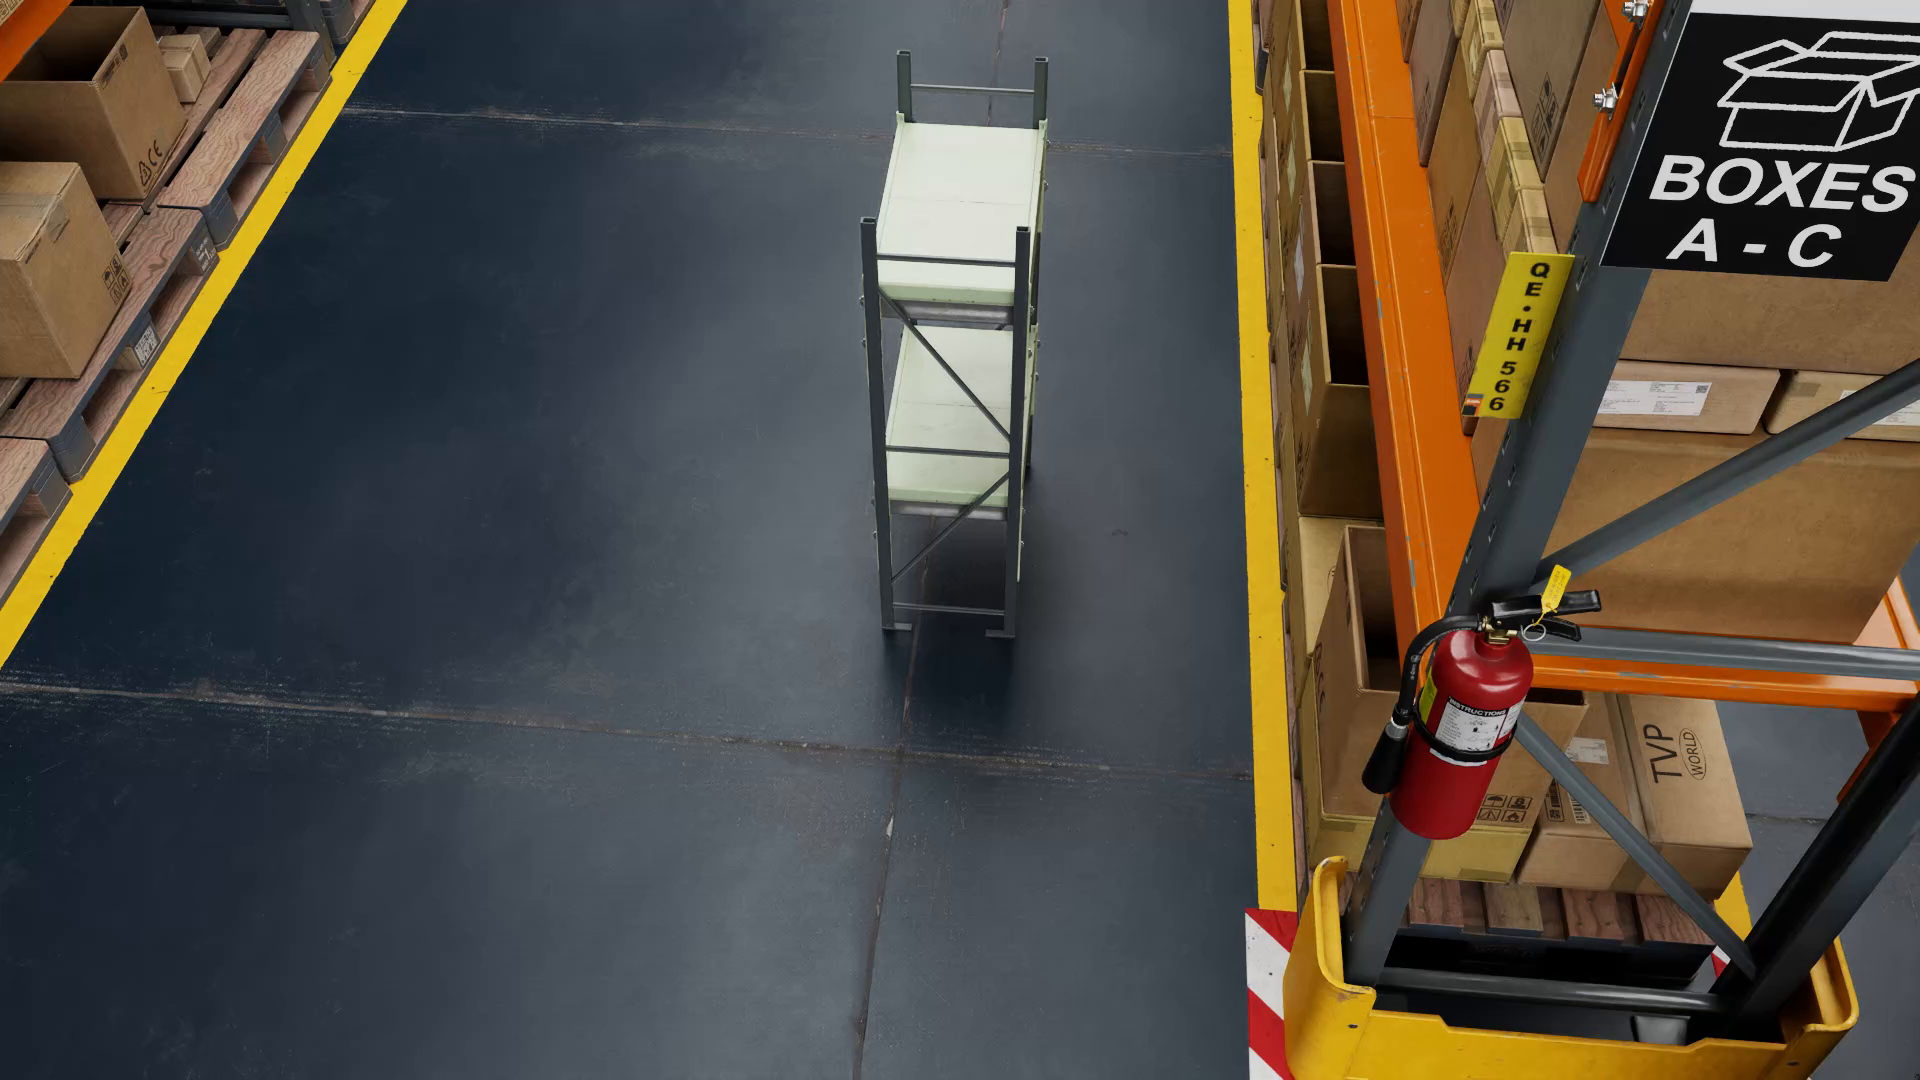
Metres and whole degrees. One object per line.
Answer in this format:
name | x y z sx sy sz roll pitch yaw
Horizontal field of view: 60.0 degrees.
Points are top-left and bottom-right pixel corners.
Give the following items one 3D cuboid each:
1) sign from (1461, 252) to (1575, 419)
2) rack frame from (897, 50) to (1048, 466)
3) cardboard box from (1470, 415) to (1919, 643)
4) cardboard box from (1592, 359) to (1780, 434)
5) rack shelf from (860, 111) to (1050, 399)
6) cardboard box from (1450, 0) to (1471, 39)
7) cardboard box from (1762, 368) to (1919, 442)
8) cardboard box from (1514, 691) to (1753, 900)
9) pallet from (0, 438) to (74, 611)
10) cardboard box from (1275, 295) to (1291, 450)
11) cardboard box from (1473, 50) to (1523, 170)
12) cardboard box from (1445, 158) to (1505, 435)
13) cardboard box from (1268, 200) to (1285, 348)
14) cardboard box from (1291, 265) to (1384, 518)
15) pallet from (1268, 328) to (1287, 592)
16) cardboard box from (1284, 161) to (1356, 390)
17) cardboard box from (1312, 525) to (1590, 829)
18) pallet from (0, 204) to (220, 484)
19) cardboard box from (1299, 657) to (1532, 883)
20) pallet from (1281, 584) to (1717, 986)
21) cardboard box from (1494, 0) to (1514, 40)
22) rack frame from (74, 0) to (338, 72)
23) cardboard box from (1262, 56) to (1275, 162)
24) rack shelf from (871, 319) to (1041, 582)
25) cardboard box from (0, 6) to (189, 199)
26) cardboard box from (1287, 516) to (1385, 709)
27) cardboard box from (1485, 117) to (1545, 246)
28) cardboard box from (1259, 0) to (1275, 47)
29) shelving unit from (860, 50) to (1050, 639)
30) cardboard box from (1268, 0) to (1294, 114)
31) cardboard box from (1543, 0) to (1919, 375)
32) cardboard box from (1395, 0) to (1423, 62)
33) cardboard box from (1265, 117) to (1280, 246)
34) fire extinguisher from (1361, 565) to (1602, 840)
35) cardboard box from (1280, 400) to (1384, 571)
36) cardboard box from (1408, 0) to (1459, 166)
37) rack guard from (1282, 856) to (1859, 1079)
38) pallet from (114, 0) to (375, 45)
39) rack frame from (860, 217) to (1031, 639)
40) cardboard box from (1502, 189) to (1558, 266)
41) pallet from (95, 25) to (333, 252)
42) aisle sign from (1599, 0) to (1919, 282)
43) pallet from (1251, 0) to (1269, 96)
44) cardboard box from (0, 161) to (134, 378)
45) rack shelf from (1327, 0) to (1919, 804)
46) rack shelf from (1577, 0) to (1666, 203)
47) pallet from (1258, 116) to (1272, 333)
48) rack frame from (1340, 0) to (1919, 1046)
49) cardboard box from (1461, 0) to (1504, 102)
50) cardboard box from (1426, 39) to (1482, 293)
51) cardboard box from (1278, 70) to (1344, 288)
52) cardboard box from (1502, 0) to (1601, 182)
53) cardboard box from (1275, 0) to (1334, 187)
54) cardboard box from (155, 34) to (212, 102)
sign | 0.856 -0.308 2.554 0.100 0.325 0.005 4 48 4
rack frame | 0.033 -0.770 4.938 0.400 1.500 0.023 4 48 4
cardboard box | 1.451 -0.167 3.302 0.700 0.500 0.500 4 48 4
cardboard box | 1.240 -0.337 3.018 0.380 0.149 0.250 3 48 3
rack shelf | -0.001 -0.765 4.404 0.431 0.370 0.720 4 48 4
cardboard box | 1.357 -1.289 3.889 0.380 0.149 0.250 5 48 5
cardboard box | 1.646 -0.317 3.000 0.380 0.149 0.250 4 48 3
cardboard box | 1.666 0.616 4.232 0.500 0.250 0.500 4 48 4
pallet | -3.422 0.169 4.952 1.003 0.211 1.213 4 48 4
cardboard box | 1.275 -0.522 5.273 0.500 0.250 0.500 4 48 4
cardboard box | 1.311 -0.902 3.535 0.380 0.149 0.250 4 48 4
cardboard box | 1.494 -0.553 3.655 0.700 0.500 0.500 5 48 5
cardboard box | 1.314 -0.889 5.609 0.500 0.250 0.500 4 48 4
cardboard box | 1.224 -0.408 4.661 0.500 0.500 0.500 4 48 4
pallet | 1.537 -0.309 5.389 1.003 0.211 1.213 4 48 4
cardboard box | 1.271 -0.775 4.997 0.500 0.500 0.500 4 48 4
cardboard box | 1.148 0.328 3.988 0.500 0.500 0.500 4 48 4
pallet | -3.308 -0.725 5.770 1.003 0.211 1.213 4 48 4
cardboard box | 1.150 0.581 4.264 0.500 0.250 0.500 4 48 4
pallet | 1.423 0.585 4.571 1.003 0.211 1.213 4 48 4
cardboard box | 1.543 -1.401 3.552 0.700 0.500 0.500 4 48 4
rack frame | -3.173 -3.061 6.017 1.000 3.000 0.127 4 48 4
cardboard box | 1.416 -1.624 6.281 0.500 0.250 0.500 4 48 4
rack shelf | -0.001 -0.281 4.933 0.431 0.370 0.720 4 48 4
cardboard box | -3.228 -1.600 6.077 0.500 0.500 0.500 1 48 1
cardboard box | 1.184 0.213 4.601 0.500 0.250 0.500 4 48 4
cardboard box | 1.286 -0.717 3.366 0.380 0.149 0.250 3 48 3
cardboard box | 1.509 -2.268 6.871 0.500 0.250 0.500 3 48 3
shelving unit | -0.001 -0.501 4.692 0.431 1.500 0.755 4 48 4
cardboard box | 1.406 -1.877 6.005 0.500 0.500 0.500 4 48 4
cardboard box | 1.455 -0.644 2.859 0.700 0.500 0.500 4 48 4
cardboard box | 1.635 -1.681 4.687 0.700 0.500 0.500 5 48 4
cardboard box | 1.365 -1.256 5.945 0.500 0.250 0.500 4 48 4
fire extinguisher | 0.922 0.291 3.004 0.296 0.674 0.183 4 48 4
cardboard box | 1.227 -0.154 4.937 0.500 0.250 0.500 4 48 4
cardboard box | 1.589 -1.305 4.343 0.700 0.500 0.500 5 48 5
rack guard | 1.393 1.070 3.932 1.175 0.500 0.348 4 48 4
pallet | -3.104 -2.692 7.569 1.003 0.211 1.213 4 48 4
rack frame | -0.034 -0.232 4.446 0.400 1.500 0.023 4 48 4
cardboard box | 1.263 -0.530 3.194 0.380 0.149 0.250 5 48 5
pallet | -3.199 -1.624 6.592 1.003 0.211 1.213 4 48 4
aisle sign | 1.097 -0.640 2.041 0.394 0.787 0.004 4 48 4
pallet | 1.788 -2.333 7.241 1.003 0.211 1.213 4 48 4
cardboard box | -3.217 -0.883 5.421 0.700 0.500 0.500 1 48 1
rack shelf | 1.578 -1.018 4.636 1.077 0.370 4.000 4 48 4
rack shelf | 1.578 -2.030 3.529 1.077 0.370 4.000 4 48 4
pallet | 1.646 -1.208 6.211 1.003 0.211 1.213 4 48 4
rack frame | 1.395 0.209 3.026 1.000 3.000 0.127 4 48 4
cardboard box | 1.335 -1.095 3.712 0.380 0.149 0.250 5 48 5
cardboard box | 1.545 -0.918 3.989 0.700 0.500 0.500 4 48 4
cardboard box | 1.315 -1.142 5.333 0.500 0.500 0.500 4 48 4
cardboard box | 1.498 -1.030 3.213 0.700 0.500 0.500 3 48 3
cardboard box | 1.368 -1.509 5.668 0.500 0.500 0.500 4 48 4
cardboard box | -3.192 -1.858 6.538 0.380 0.166 0.250 -2 48 -2
